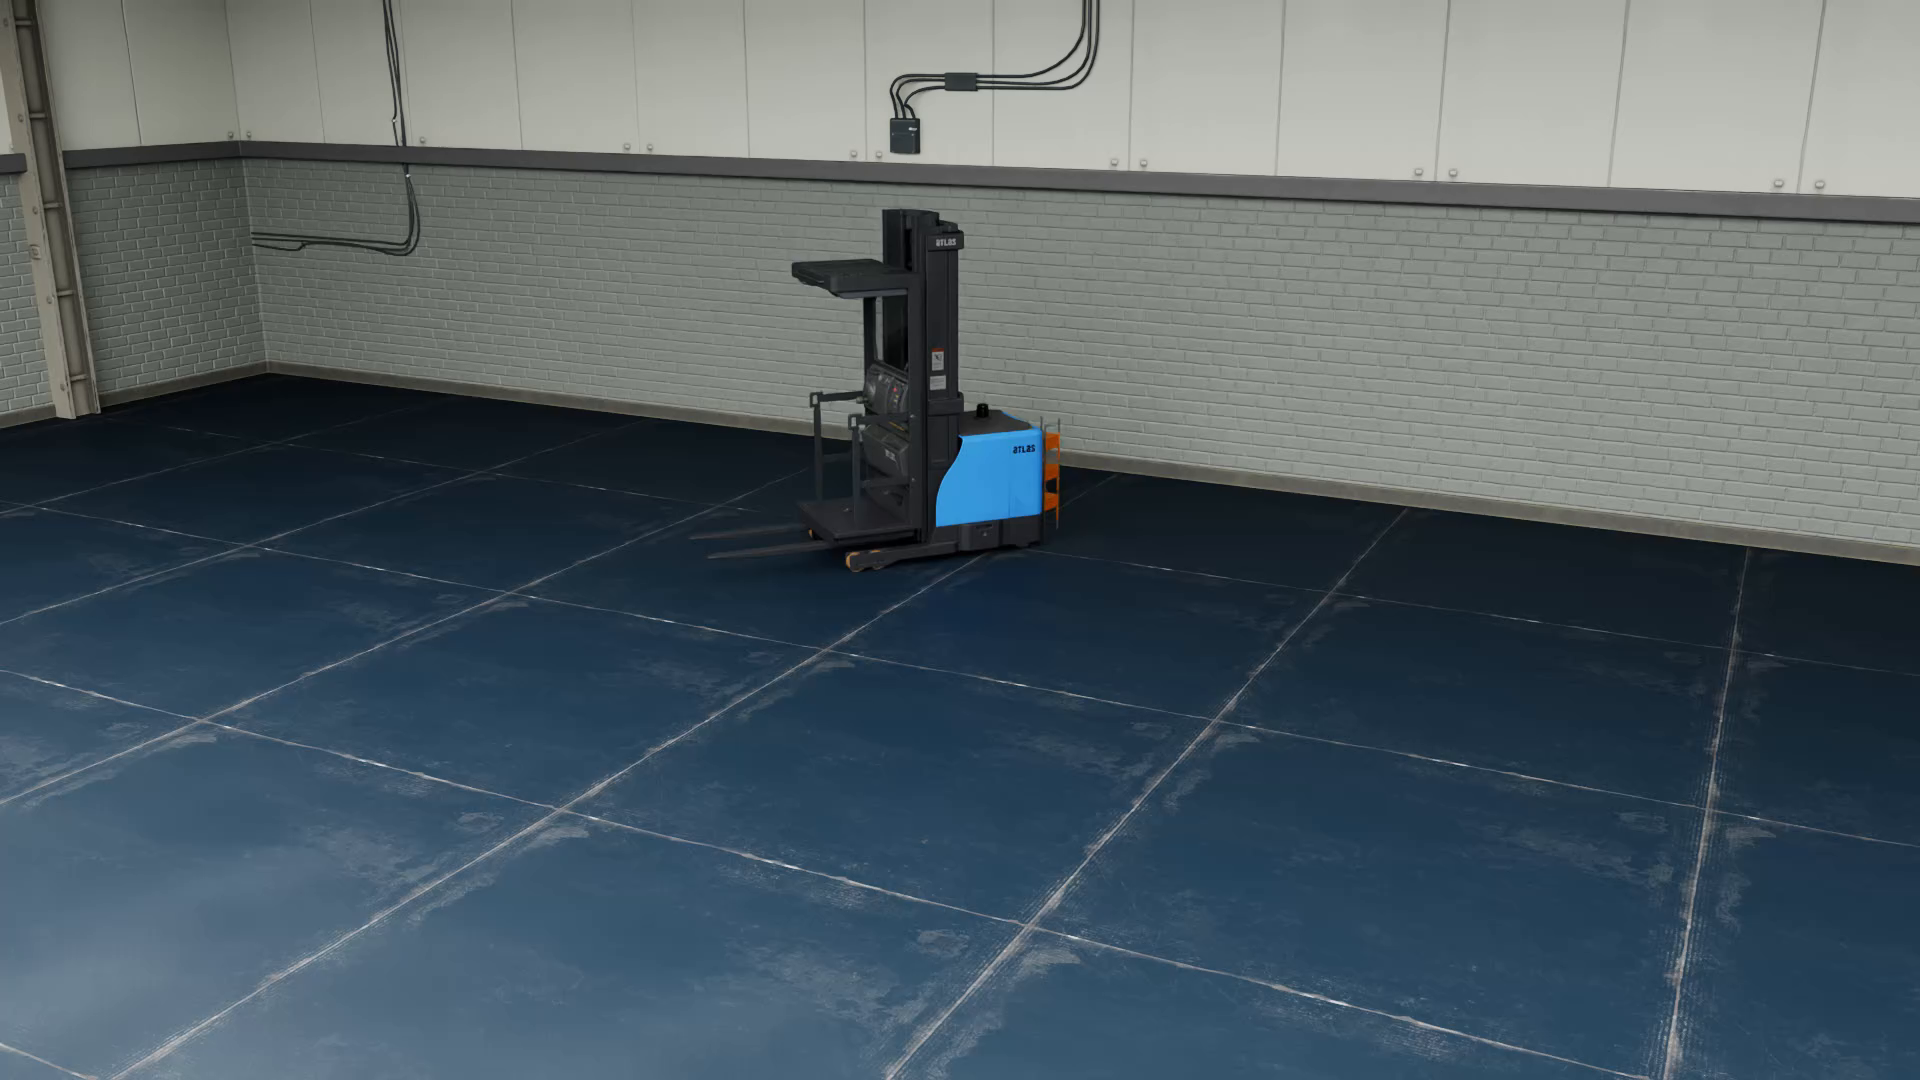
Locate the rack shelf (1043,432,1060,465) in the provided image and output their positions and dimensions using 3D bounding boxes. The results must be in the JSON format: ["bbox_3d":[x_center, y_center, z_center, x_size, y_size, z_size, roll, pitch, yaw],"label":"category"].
[{"bbox_3d":[0.750,-0.840,15.049,0.215,0.259,0.240,11,20,33],"label":"rack shelf"}]

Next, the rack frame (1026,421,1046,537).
[{"bbox_3d":[0.681,-0.549,15.030,0.200,1.050,0.008,11,20,33],"label":"rack frame"}]

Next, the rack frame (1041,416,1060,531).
[{"bbox_3d":[0.820,-0.607,15.223,0.200,1.050,0.008,11,20,33],"label":"rack frame"}]

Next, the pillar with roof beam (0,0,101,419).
[{"bbox_3d":[-6.826,-5.285,17.014,9.100,9.000,0.400,8,18,25],"label":"pillar with roof beam"}]

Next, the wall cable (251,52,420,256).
[{"bbox_3d":[-8.178,-4.927,21.260,3.097,2.526,0.112,8,18,25],"label":"wall cable"}]

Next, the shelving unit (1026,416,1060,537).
[{"bbox_3d":[0.750,-0.578,15.126,0.215,1.050,0.252,11,20,33],"label":"shelving unit"}]

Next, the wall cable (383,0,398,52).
[{"bbox_3d":[-5.758,-7.003,19.382,3.097,2.526,0.112,8,18,25],"label":"wall cable"}]

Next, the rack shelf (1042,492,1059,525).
[{"bbox_3d":[0.750,-0.301,15.208,0.215,0.259,0.240,11,20,33],"label":"rack shelf"}]

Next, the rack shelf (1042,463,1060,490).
[{"bbox_3d":[0.750,-0.568,15.129,0.215,0.259,0.240,11,20,33],"label":"rack shelf"}]

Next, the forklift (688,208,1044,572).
[{"bbox_3d":[-0.823,-1.303,14.264,3.031,2.935,1.130,-7,18,-22],"label":"forklift"}]

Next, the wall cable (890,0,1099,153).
[{"bbox_3d":[0.308,-6.834,16.254,2.305,6.003,0.169,8,18,25],"label":"wall cable"}]
